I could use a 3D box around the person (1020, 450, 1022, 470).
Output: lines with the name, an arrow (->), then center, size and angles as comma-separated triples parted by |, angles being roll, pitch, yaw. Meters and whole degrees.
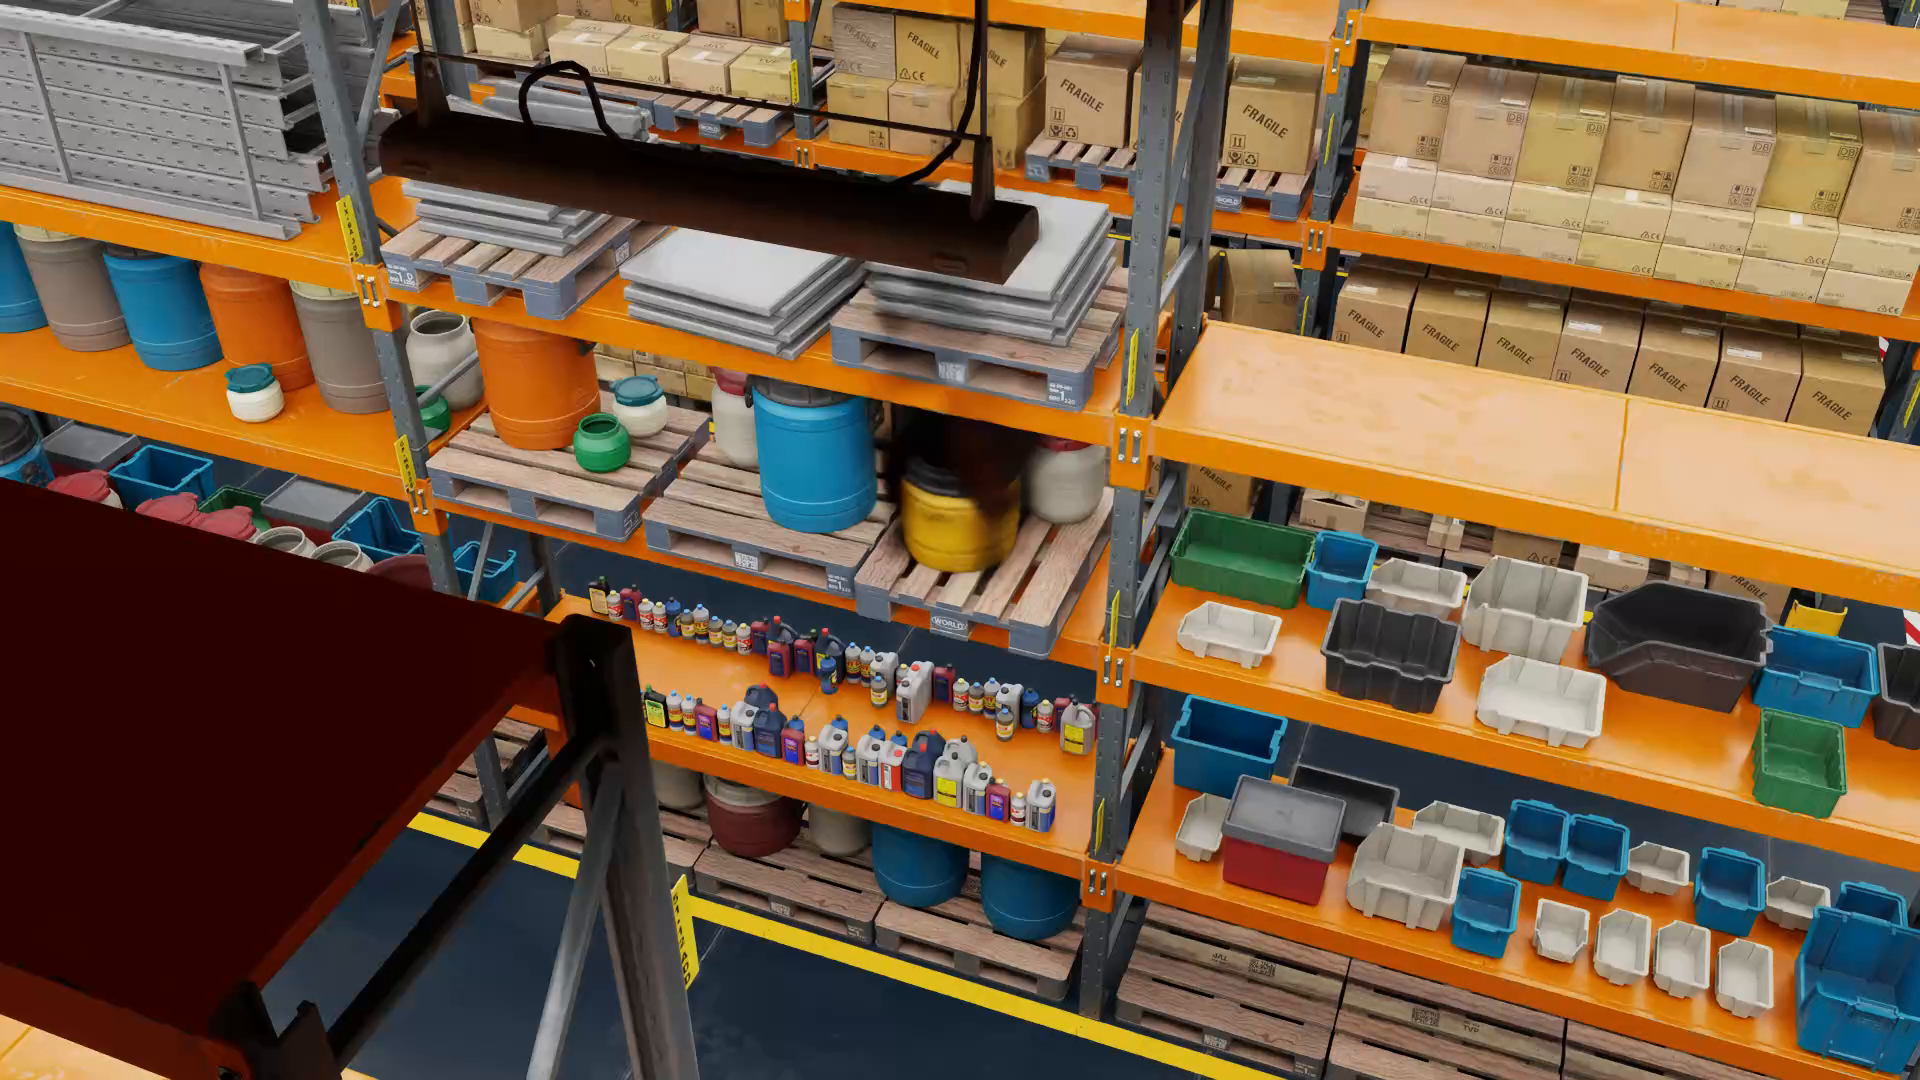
person -> 0.596, -0.242, 11.698 | 0.821, 1.839, 0.645 | 6, 37, 9
